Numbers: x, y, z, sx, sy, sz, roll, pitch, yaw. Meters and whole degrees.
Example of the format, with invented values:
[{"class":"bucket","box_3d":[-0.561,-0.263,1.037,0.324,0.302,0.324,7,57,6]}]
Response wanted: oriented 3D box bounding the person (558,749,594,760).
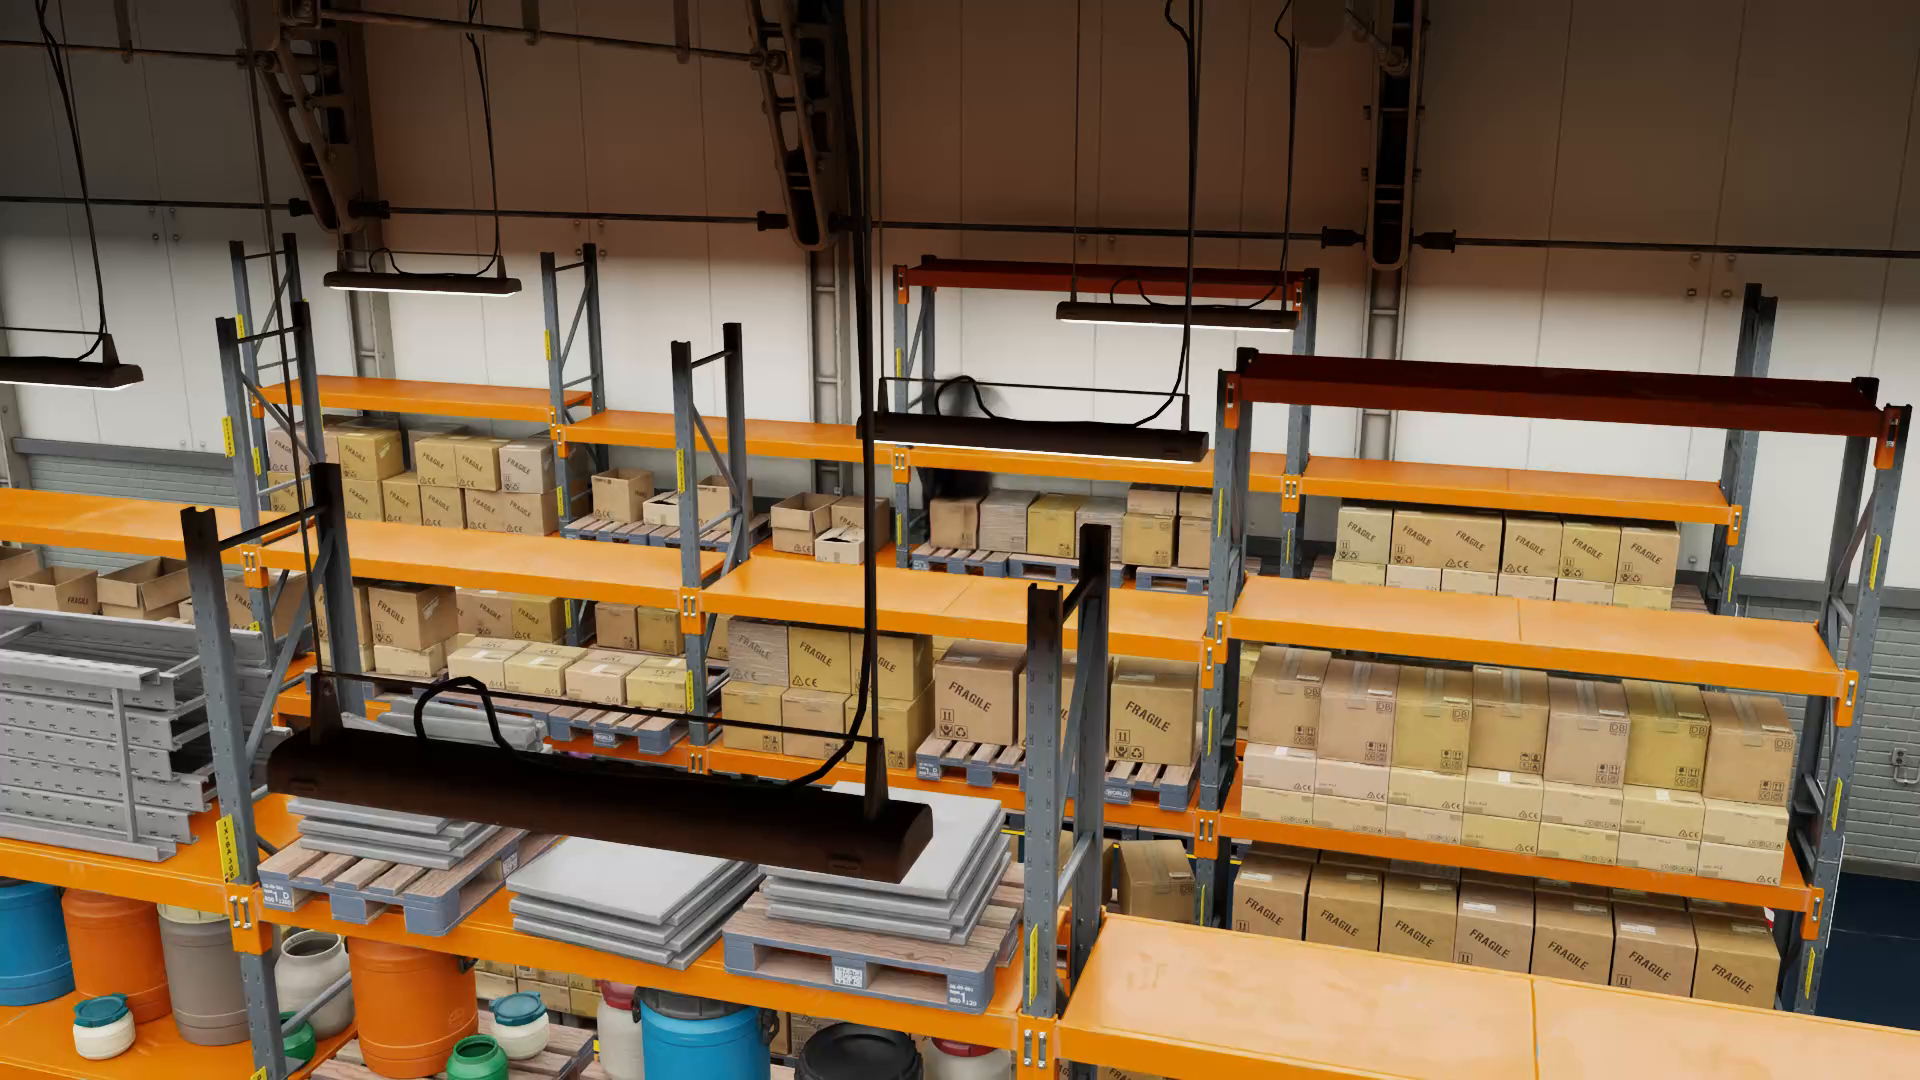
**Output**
[{"class":"person","box_3d":[-4.227,2.378,18.012,0.919,1.356,0.541,5,17,16]}]
